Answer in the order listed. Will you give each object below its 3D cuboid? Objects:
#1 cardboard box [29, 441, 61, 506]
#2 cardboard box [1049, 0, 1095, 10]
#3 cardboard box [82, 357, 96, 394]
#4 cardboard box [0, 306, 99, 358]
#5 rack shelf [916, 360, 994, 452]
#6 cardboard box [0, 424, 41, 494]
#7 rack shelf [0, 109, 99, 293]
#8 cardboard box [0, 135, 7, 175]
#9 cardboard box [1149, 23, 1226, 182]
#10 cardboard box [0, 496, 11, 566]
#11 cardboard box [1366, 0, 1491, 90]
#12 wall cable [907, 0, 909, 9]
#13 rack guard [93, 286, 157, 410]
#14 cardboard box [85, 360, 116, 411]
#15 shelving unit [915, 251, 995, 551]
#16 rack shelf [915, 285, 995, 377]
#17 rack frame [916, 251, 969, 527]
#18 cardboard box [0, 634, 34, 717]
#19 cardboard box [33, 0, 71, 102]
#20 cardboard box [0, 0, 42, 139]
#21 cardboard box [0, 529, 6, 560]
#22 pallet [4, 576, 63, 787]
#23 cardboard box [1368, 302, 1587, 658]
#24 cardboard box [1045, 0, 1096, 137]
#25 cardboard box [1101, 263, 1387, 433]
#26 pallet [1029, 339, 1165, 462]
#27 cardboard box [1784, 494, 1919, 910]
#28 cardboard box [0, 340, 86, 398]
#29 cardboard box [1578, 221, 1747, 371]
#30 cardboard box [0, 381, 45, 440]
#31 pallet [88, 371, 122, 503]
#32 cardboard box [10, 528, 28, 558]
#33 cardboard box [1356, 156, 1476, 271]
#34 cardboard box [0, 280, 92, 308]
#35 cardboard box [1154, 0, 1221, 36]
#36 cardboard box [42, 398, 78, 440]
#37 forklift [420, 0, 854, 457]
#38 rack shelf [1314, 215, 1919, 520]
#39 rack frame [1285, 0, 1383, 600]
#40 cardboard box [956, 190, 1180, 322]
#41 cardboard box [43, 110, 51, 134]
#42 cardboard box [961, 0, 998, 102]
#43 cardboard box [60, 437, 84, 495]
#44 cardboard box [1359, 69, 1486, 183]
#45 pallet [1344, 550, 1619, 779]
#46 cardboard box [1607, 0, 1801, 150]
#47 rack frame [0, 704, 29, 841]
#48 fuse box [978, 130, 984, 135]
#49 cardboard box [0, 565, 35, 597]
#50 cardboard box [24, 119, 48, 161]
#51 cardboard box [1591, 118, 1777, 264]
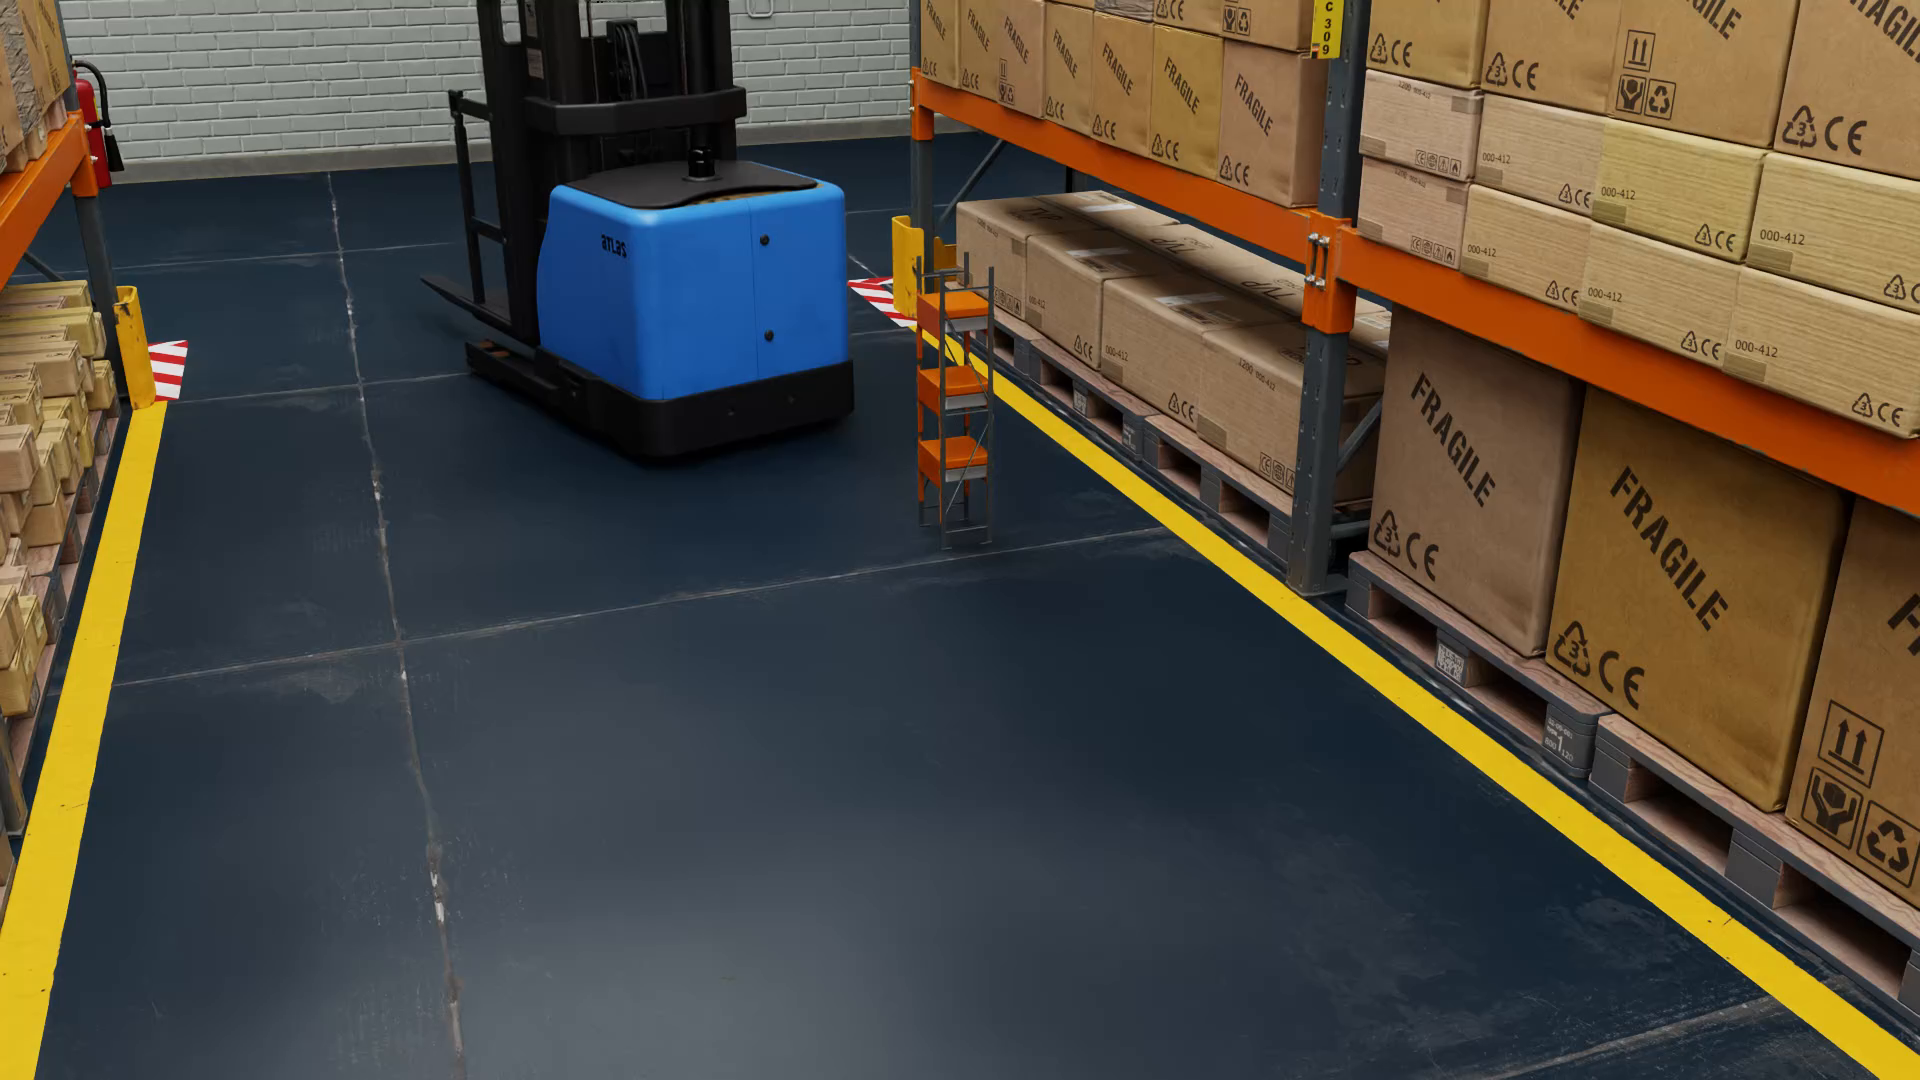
[{"bbox_3d":[-3.280,-0.207,5.627,0.380,0.149,0.250,-9,24,-19],"label":"cardboard box"},{"bbox_3d":[0.680,-2.458,6.804,0.500,0.500,0.500,-8,24,-19],"label":"cardboard box"},{"bbox_3d":[-3.735,-0.679,6.745,0.380,0.149,0.250,-9,25,-21],"label":"cardboard box"},{"bbox_3d":[-3.704,-0.824,6.706,0.380,0.149,0.250,-9,24,-20],"label":"cardboard box"},{"bbox_3d":[-0.019,-0.493,6.096,0.215,0.259,0.240,-8,24,-19],"label":"rack shelf"},{"bbox_3d":[-3.193,-0.246,5.335,0.380,0.149,0.250,-8,24,-18],"label":"cardboard box"},{"bbox_3d":[-3.667,-0.945,5.556,1.077,0.370,4.000,-8,24,-19],"label":"rack shelf"},{"bbox_3d":[-3.225,-1.314,4.994,0.500,0.500,0.500,-9,24,-20],"label":"cardboard box"},{"bbox_3d":[1.045,-1.631,6.129,0.500,0.500,0.500,-9,24,-20],"label":"cardboard box"},{"bbox_3d":[-3.175,-0.004,5.144,0.380,0.149,0.250,-10,25,-22],"label":"cardboard box"},{"bbox_3d":[1.521,-1.573,4.704,0.500,0.500,0.500,-8,24,-18],"label":"cardboard box"},{"bbox_3d":[-0.469,-5.431,13.967,0.588,1.984,0.122,-8,24,-19],"label":"wall cable"},{"bbox_3d":[-4.347,-0.824,7.560,1.175,0.500,0.348,-8,24,-19],"label":"rack guard"},{"bbox_3d":[-3.807,-0.641,7.038,0.380,0.149,0.250,-8,24,-17],"label":"cardboard box"},{"bbox_3d":[-0.019,-0.503,6.092,0.215,1.050,0.252,-8,24,-19],"label":"shelving unit"},{"bbox_3d":[-0.019,-0.755,5.986,0.215,0.259,0.240,-8,24,-19],"label":"rack shelf"},{"bbox_3d":[-0.062,-0.548,6.197,0.200,1.050,0.008,-8,24,-19],"label":"rack frame"},{"bbox_3d":[-2.788,0.394,4.583,0.380,0.149,0.250,-9,25,-21],"label":"cardboard box"},{"bbox_3d":[-3.974,-2.058,6.759,0.500,0.500,0.500,-8,24,-18],"label":"cardboard box"},{"bbox_3d":[-3.609,-1.687,5.880,0.500,0.500,0.500,-8,24,-19],"label":"cardboard box"},{"bbox_3d":[-2.930,0.035,4.670,0.380,0.149,0.250,-7,24,-16],"label":"cardboard box"},{"bbox_3d":[-3.231,0.496,4.801,1.003,0.211,1.213,-8,24,-19],"label":"pallet"},{"bbox_3d":[1.929,-0.266,5.213,0.875,0.875,0.875,-8,24,-17],"label":"cardboard box"},{"bbox_3d":[0.683,-2.004,7.014,0.500,0.500,0.500,-8,24,-17],"label":"cardboard box"},{"bbox_3d":[1.197,-0.846,7.154,0.875,0.438,0.875,-9,25,-21],"label":"cardboard box"},{"bbox_3d":[1.005,-0.712,7.666,1.003,0.211,1.213,-8,24,-19],"label":"pallet"},{"bbox_3d":[2.570,0.386,3.666,0.875,0.875,0.875,-8,24,-18],"label":"cardboard box"},{"bbox_3d":[-3.525,-0.631,6.248,0.380,0.149,0.250,-7,24,-17],"label":"cardboard box"},{"bbox_3d":[1.894,-0.624,4.062,0.500,0.250,0.500,-9,24,-19],"label":"cardboard box"},{"bbox_3d":[-3.416,-0.428,5.768,0.380,0.149,0.250,-8,24,-19],"label":"cardboard box"},{"bbox_3d":[-4.093,-0.390,6.904,1.003,0.211,1.213,-8,24,-19],"label":"pallet"},{"bbox_3d":[-3.283,0.036,5.432,0.380,0.149,0.250,-9,25,-21],"label":"cardboard box"},{"bbox_3d":[1.543,-1.000,4.954,0.500,0.250,0.500,-9,24,-20],"label":"cardboard box"},{"bbox_3d":[-3.949,-0.999,7.123,0.380,0.149,0.250,-8,24,-18],"label":"cardboard box"},{"bbox_3d":[1.038,-2.091,5.934,0.500,0.500,0.500,-9,24,-20],"label":"cardboard box"},{"bbox_3d":[-3.467,-0.397,6.076,0.380,0.149,0.250,-7,24,-16],"label":"cardboard box"},{"bbox_3d":[-1.770,-2.202,7.701,1.130,2.935,3.031,-17,28,-34],"label":"forklift"},{"bbox_3d":[2.341,-0.207,3.806,1.077,0.370,4.000,-8,24,-19],"label":"rack shelf"},{"bbox_3d":[1.635,-1.265,5.390,1.000,3.000,0.127,-8,24,-19],"label":"rack frame"},{"bbox_3d":[0.548,-1.506,8.718,0.875,0.438,0.875,-9,25,-21],"label":"cardboard box"},{"bbox_3d":[-3.941,-1.712,6.773,0.380,0.149,0.250,-8,24,-19],"label":"cardboard box"},{"bbox_3d":[0.327,-2.371,7.885,0.500,0.500,0.500,-9,24,-20],"label":"cardboard box"},{"bbox_3d":[-3.468,-0.259,6.132,0.380,0.149,0.250,-8,24,-18],"label":"cardboard box"},{"bbox_3d":[1.526,-1.228,4.851,0.500,0.250,0.500,-9,24,-21],"label":"cardboard box"},{"bbox_3d":[1.978,0.289,5.291,1.003,0.211,1.213,-8,24,-19],"label":"pallet"},{"bbox_3d":[1.902,-1.209,3.841,0.500,0.500,0.500,-9,24,-20],"label":"cardboard box"},{"bbox_3d":[-2.960,-0.550,3.692,1.000,3.000,0.127,-8,24,-19],"label":"rack frame"},{"bbox_3d":[0.225,-4.406,14.500,0.539,1.711,0.414,-8,24,-19],"label":"fuse box"},{"bbox_3d":[-3.019,0.214,5.009,0.380,0.149,0.250,-8,24,-19],"label":"cardboard box"},{"bbox_3d":[-3.726,-1.533,6.350,0.380,0.149,0.250,-8,24,-18],"label":"cardboard box"},{"bbox_3d":[1.890,-0.856,3.967,0.500,0.250,0.500,-8,24,-18],"label":"cardboard box"}]
